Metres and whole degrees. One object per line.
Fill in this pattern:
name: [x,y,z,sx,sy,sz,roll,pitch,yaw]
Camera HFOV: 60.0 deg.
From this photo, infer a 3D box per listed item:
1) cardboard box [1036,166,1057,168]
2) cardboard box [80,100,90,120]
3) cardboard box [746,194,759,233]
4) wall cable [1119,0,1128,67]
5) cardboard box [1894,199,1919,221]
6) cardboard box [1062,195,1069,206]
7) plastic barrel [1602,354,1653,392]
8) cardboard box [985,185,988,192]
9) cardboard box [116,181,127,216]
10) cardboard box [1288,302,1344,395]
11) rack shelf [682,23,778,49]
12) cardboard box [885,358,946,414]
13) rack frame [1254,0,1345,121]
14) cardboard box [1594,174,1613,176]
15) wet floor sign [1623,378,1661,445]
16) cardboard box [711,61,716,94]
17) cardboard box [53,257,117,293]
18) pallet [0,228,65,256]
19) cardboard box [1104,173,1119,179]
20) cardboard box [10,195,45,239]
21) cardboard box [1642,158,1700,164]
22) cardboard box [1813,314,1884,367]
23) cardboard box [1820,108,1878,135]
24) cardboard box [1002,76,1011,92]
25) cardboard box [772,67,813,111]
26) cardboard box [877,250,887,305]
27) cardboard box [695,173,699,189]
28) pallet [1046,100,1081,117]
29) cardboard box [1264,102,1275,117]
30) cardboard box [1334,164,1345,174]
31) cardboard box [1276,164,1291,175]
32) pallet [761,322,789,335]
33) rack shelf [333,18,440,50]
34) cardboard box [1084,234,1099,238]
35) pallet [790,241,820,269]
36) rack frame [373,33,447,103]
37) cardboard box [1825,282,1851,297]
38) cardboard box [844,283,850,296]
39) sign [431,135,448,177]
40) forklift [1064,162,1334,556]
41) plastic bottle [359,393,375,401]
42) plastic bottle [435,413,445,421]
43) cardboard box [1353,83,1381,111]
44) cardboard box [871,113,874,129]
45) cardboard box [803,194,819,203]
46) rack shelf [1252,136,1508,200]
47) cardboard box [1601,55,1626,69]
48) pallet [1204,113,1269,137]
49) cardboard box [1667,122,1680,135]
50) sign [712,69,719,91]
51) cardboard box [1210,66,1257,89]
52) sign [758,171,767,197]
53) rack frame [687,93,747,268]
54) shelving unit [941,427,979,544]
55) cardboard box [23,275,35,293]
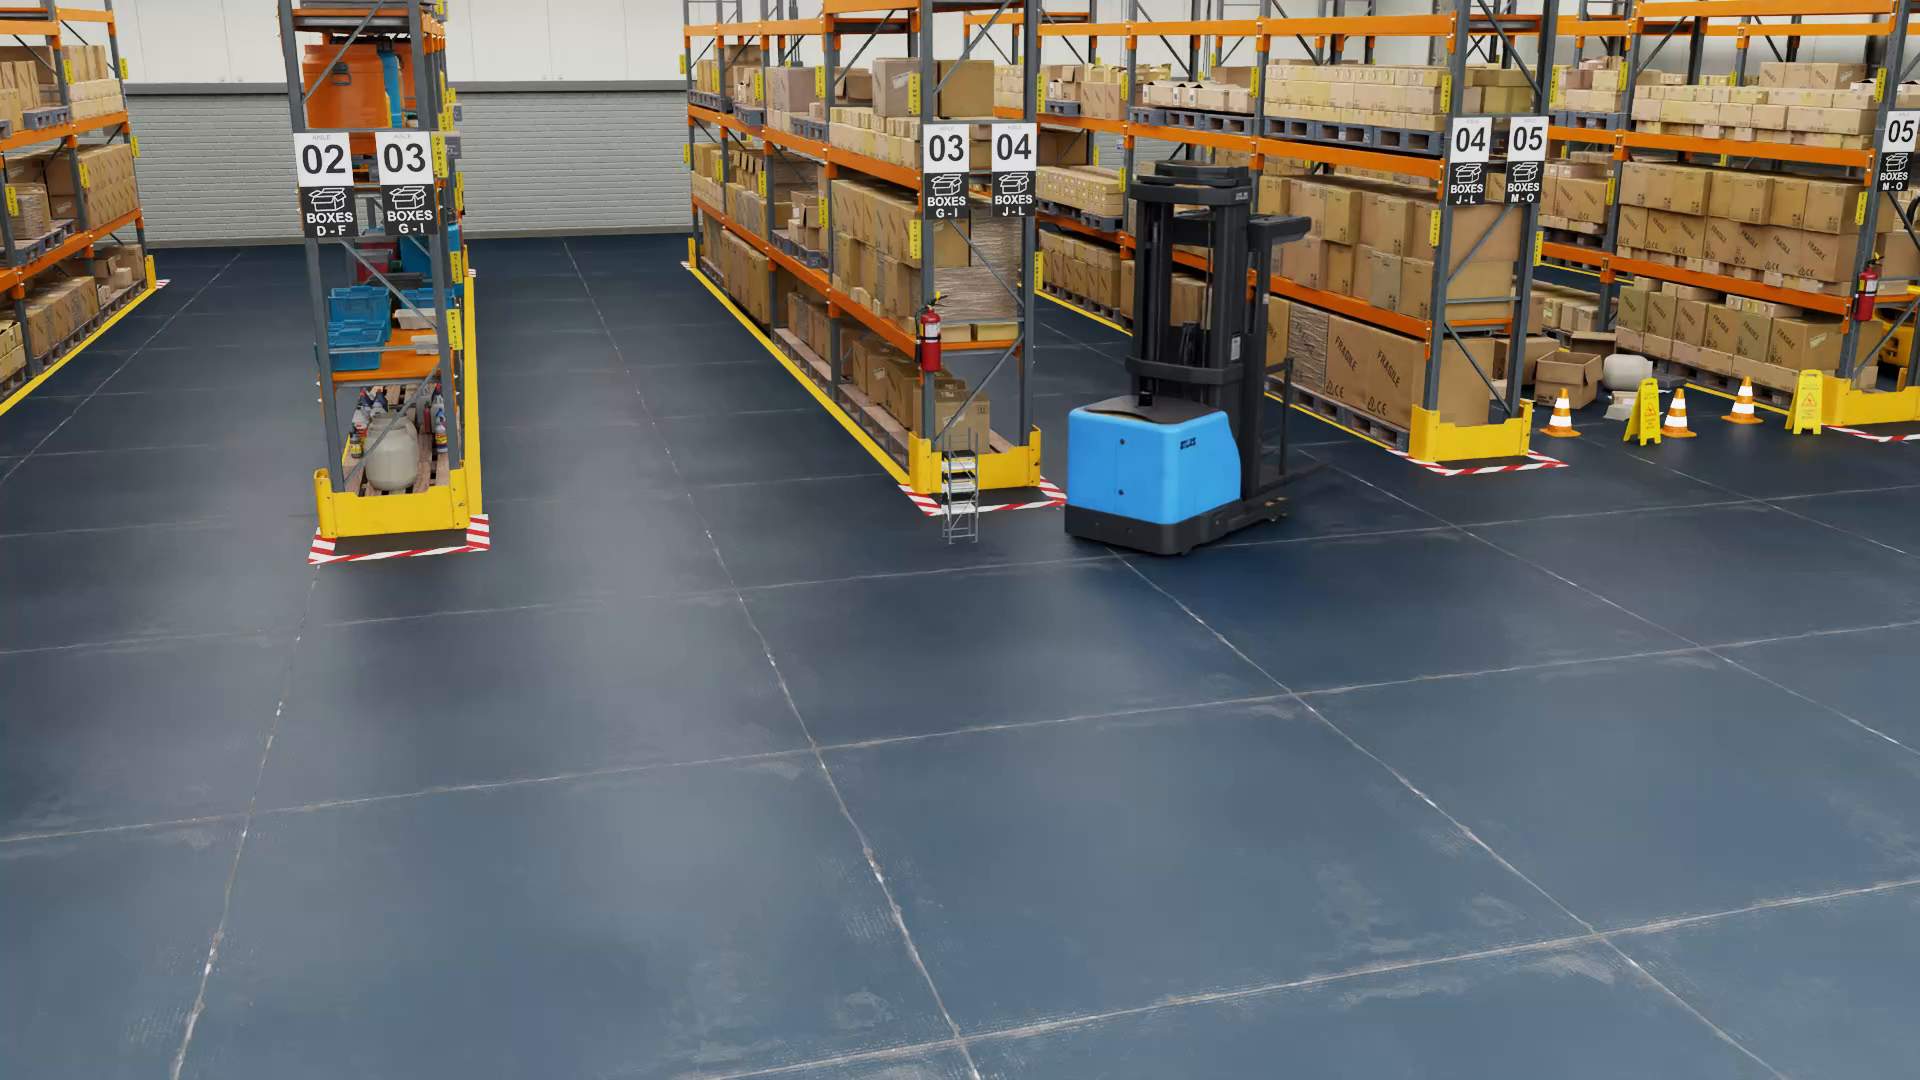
cardboard box: [1.322,-5.817,26.276,0.380,0.149,0.250,-4,17,-12]
cardboard box: [-12.696,-6.108,23.618,0.500,0.250,0.500,-5,17,-15]
cardboard box: [-2.693,-4.573,23.287,0.500,0.500,0.500,-5,18,-17]
wall cable: [3.454,-11.547,36.250,0.463,3.000,0.029,-5,17,-15]
cardboard box: [12.977,-4.480,22.544,0.500,0.250,0.500,-5,17,-16]
cardboard box: [1.752,-5.102,24.928,0.380,0.149,0.250,-6,18,-18]
plastic barrel: [7.662,-1.915,19.090,0.512,0.421,0.421,7,18,23]
cardboard box: [0.666,-6.261,29.517,0.380,0.149,0.250,-4,17,-13]
cardboard box: [-13.103,-5.221,25.444,0.500,0.500,0.500,-5,17,-15]
cardboard box: [4.212,-2.139,18.322,0.875,0.875,0.875,-5,17,-15]
rack shelf: [-3.690,-8.123,26.797,1.077,0.370,4.000,-5,17,-15]
cardboard box: [-0.460,-1.587,17.135,0.500,0.500,0.500,-6,18,-20]
rack frame: [3.855,-6.257,18.640,1.000,3.000,0.127,-5,17,-15]
cardboard box: [8.472,-4.623,22.209,0.500,0.500,0.500,-5,17,-16]
wet floor sign: [6.866,-1.298,16.653,0.267,0.644,0.232,-8,18,-25]
cardboard box: [-3.557,-7.327,26.338,0.700,0.500,0.500,-4,17,-12]
cardboard box: [-13.188,-3.985,25.078,0.797,0.503,0.637,-5,17,-15]
pallet: [-12.106,-3.790,21.188,1.003,0.211,1.213,-5,17,-15]
cardboard box: [2.387,-5.432,24.994,0.380,0.149,0.250,-5,17,-16]
cardboard box: [-11.917,-4.026,20.738,0.700,0.500,0.500,-1,17,-5]
cardboard box: [11.632,-5.991,27.272,0.797,0.503,0.637,-5,17,-17]
cardboard box: [9.723,-2.192,18.280,0.500,0.500,0.500,-5,18,-17]
cardboard box: [9.286,-4.324,17.163,0.500,0.250,0.500,-5,17,-16]
cardboard box: [1.005,-7.597,27.707,0.500,0.250,0.500,-4,17,-13]
cardboard box: [-2.024,-5.559,20.488,0.500,0.500,0.500,-5,17,-15]
cardboard box: [-0.316,-2.528,15.965,0.875,0.500,0.500,-5,17,-15]
cardboard box: [-4.218,-6.112,28.330,0.500,0.250,0.500,-5,17,-16]
pallet: [2.011,-6.478,24.915,1.213,0.211,1.003,-5,17,-15]
cardboard box: [3.628,-4.822,18.609,0.380,0.149,0.250,-5,17,-16]
cardboard box: [6.399,-6.260,27.166,0.500,0.500,0.500,-5,17,-16]
cardboard box: [5.868,-6.314,29.084,0.500,0.500,0.500,-5,17,-17]
pallet: [-2.186,-3.015,23.121,1.003,0.211,1.213,-5,17,-15]
rack shelf: [-6.254,-5.518,18.127,1.077,0.370,4.000,-5,17,-15]
cardboard box: [2.232,-4.631,25.965,0.500,0.250,0.500,-4,17,-13]
pallet: [-1.458,-3.490,20.190,1.003,0.211,1.213,-5,17,-15]
rack frame: [-7.903,-7.714,23.491,1.000,3.000,0.127,-5,17,-15]
cardboard box: [9.377,-2.663,17.540,0.380,0.149,0.250,-4,17,-13]
cardboard box: [-1.021,-2.679,17.593,0.380,0.149,0.250,-5,17,-15]
sign: [-4.075,-3.005,13.012,0.100,0.325,0.005,-5,17,-15]
forklift: [2.169,-1.640,13.817,1.130,2.935,3.031,13,21,38]
plastic bottle: [-5.923,-1.324,16.617,0.152,0.276,0.135,-4,17,-13]
plastic bottle: [-4.925,-1.074,15.792,0.097,0.271,0.097,0,17,0]
cardboard box: [4.277,-4.424,16.593,0.500,0.250,0.500,-5,17,-16]
cardboard box: [-0.651,-4.035,16.024,0.380,0.149,0.250,-4,17,-14]
cardboard box: [-1.605,-4.082,20.925,0.700,0.500,0.500,-2,17,-7]
rack shelf: [4.404,-3.923,17.334,1.077,0.370,4.000,-5,17,-15]
cardboard box: [11.309,-8.236,28.740,0.396,0.266,0.258,-5,17,-16]
pallet: [3.555,-4.979,19.931,0.805,0.209,1.217,-5,18,-17]
cardboard box: [8.629,-4.877,19.697,0.380,0.149,0.250,-5,17,-15]
sign: [-3.674,-6.910,24.993,0.100,0.325,0.005,-5,17,-15]
cardboard box: [3.502,-5.765,21.139,0.500,0.500,0.500,-5,17,-15]
sign: [-2.574,-4.636,21.659,0.100,0.325,0.005,-5,17,-15]
rack frame: [-4.240,-6.339,29.341,1.000,3.000,0.127,-5,17,-15]
shelving unit: [-0.002,-0.433,13.330,0.258,0.900,0.210,-5,17,-15]
cardboard box: [-12.493,-3.393,21.812,0.500,0.250,0.500,-5,17,-15]
